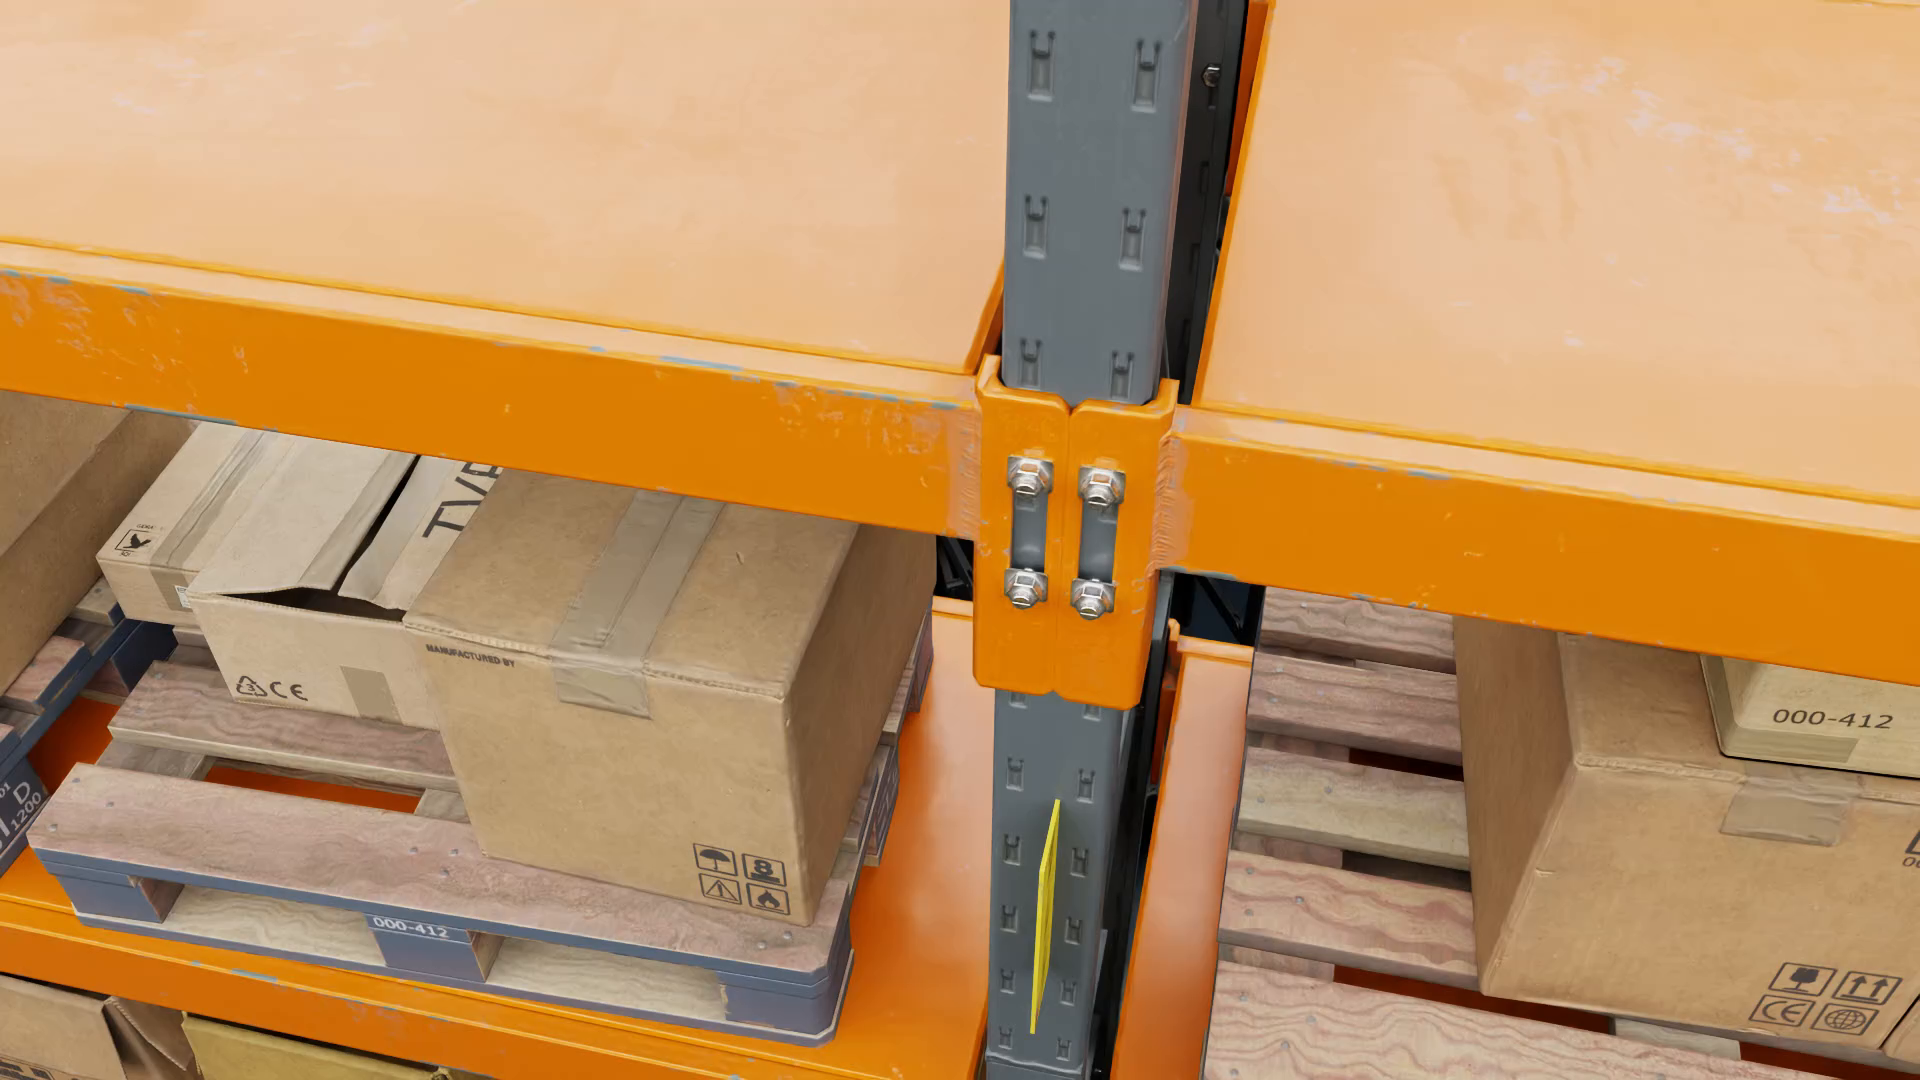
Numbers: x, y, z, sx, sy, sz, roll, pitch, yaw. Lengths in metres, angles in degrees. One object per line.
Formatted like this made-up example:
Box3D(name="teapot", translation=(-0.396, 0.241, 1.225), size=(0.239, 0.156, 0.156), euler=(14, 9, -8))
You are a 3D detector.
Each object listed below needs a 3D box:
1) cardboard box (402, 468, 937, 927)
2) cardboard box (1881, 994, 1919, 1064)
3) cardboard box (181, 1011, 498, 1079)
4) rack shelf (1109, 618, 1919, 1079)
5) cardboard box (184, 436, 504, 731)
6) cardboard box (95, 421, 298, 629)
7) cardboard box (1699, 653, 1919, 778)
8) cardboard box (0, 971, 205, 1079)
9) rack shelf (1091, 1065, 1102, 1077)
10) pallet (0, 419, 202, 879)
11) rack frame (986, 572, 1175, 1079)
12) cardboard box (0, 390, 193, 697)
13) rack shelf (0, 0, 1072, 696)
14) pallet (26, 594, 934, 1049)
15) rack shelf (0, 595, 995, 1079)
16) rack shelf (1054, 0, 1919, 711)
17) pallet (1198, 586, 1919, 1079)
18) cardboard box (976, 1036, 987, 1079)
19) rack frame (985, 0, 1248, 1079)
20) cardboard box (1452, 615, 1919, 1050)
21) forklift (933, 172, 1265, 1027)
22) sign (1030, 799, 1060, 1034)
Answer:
Box3D(name="cardboard box", translation=(-0.365, 0.084, 2.422), size=(0.500, 0.500, 0.700), euler=(10, 45, 10))
Box3D(name="cardboard box", translation=(1.504, 0.291, 2.134), size=(0.500, 0.500, 0.700), euler=(11, 45, 11))
Box3D(name="cardboard box", translation=(-1.089, 0.833, 3.386), size=(0.637, 0.503, 0.797), euler=(9, 45, 10))
Box3D(name="rack shelf", translation=(2.155, 0.915, 2.453), size=(4.000, 0.370, 1.077), euler=(9, 45, 9))
Box3D(name="cardboard box", translation=(-0.847, 0.006, 2.639), size=(0.500, 0.311, 0.500), euler=(7, 44, 8))
Box3D(name="cardboard box", translation=(-1.217, -0.035, 2.799), size=(0.250, 0.149, 0.380), euler=(7, 44, 7))
Box3D(name="cardboard box", translation=(1.120, 0.006, 1.890), size=(0.500, 0.250, 0.500), euler=(6, 44, 6))
Box3D(name="cardboard box", translation=(-1.699, 0.749, 3.473), size=(0.637, 0.503, 0.797), euler=(10, 45, 10))
Box3D(name="rack shelf", translation=(2.155, 1.995, 3.493), size=(4.000, 0.370, 1.077), euler=(9, 45, 9))
Box3D(name="pallet", translation=(-1.968, 0.044, 2.975), size=(1.213, 0.211, 1.003), euler=(11, 45, 11))
Box3D(name="rack frame", translation=(0.204, 1.433, 3.558), size=(0.127, 3.000, 1.000), euler=(9, 45, 9))
Box3D(name="cardboard box", translation=(-1.702, -0.147, 2.659), size=(0.637, 0.503, 0.797), euler=(8, 45, 8))
Box3D(name="rack shelf", translation=(-1.748, -0.628, 2.180), size=(4.000, 0.370, 1.077), euler=(9, 45, 9))
Box3D(name="pallet", translation=(-0.702, 0.316, 2.694), size=(1.217, 0.209, 0.805), euler=(7, 44, 7))
Box3D(name="rack shelf", translation=(-1.748, 0.309, 3.082), size=(4.000, 0.370, 1.077), euler=(9, 45, 9))
Box3D(name="rack shelf", translation=(2.155, -0.022, 1.551), size=(4.000, 0.370, 1.077), euler=(9, 45, 9))
Box3D(name="pallet", translation=(1.000, 0.515, 2.413), size=(1.213, 0.211, 1.003), euler=(9, 45, 9))
Box3D(name="cardboard box", translation=(-0.191, 1.158, 3.771), size=(0.500, 0.500, 0.500), euler=(9, 45, 9))
Box3D(name="rack frame", translation=(0.204, -0.728, 1.478), size=(0.127, 3.000, 1.000), euler=(9, 45, 9))
Box3D(name="cardboard box", translation=(0.980, 0.207, 2.222), size=(0.500, 0.500, 0.700), euler=(6, 44, 7))
Box3D(name="forklift", translation=(0.442, -0.209, 5.314), size=(1.130, 2.935, 3.031), euler=(-14, 46, -14))
Box3D(name="sign", translation=(0.095, 0.422, 1.846), size=(0.005, 0.325, 0.100), euler=(9, 45, 9))
